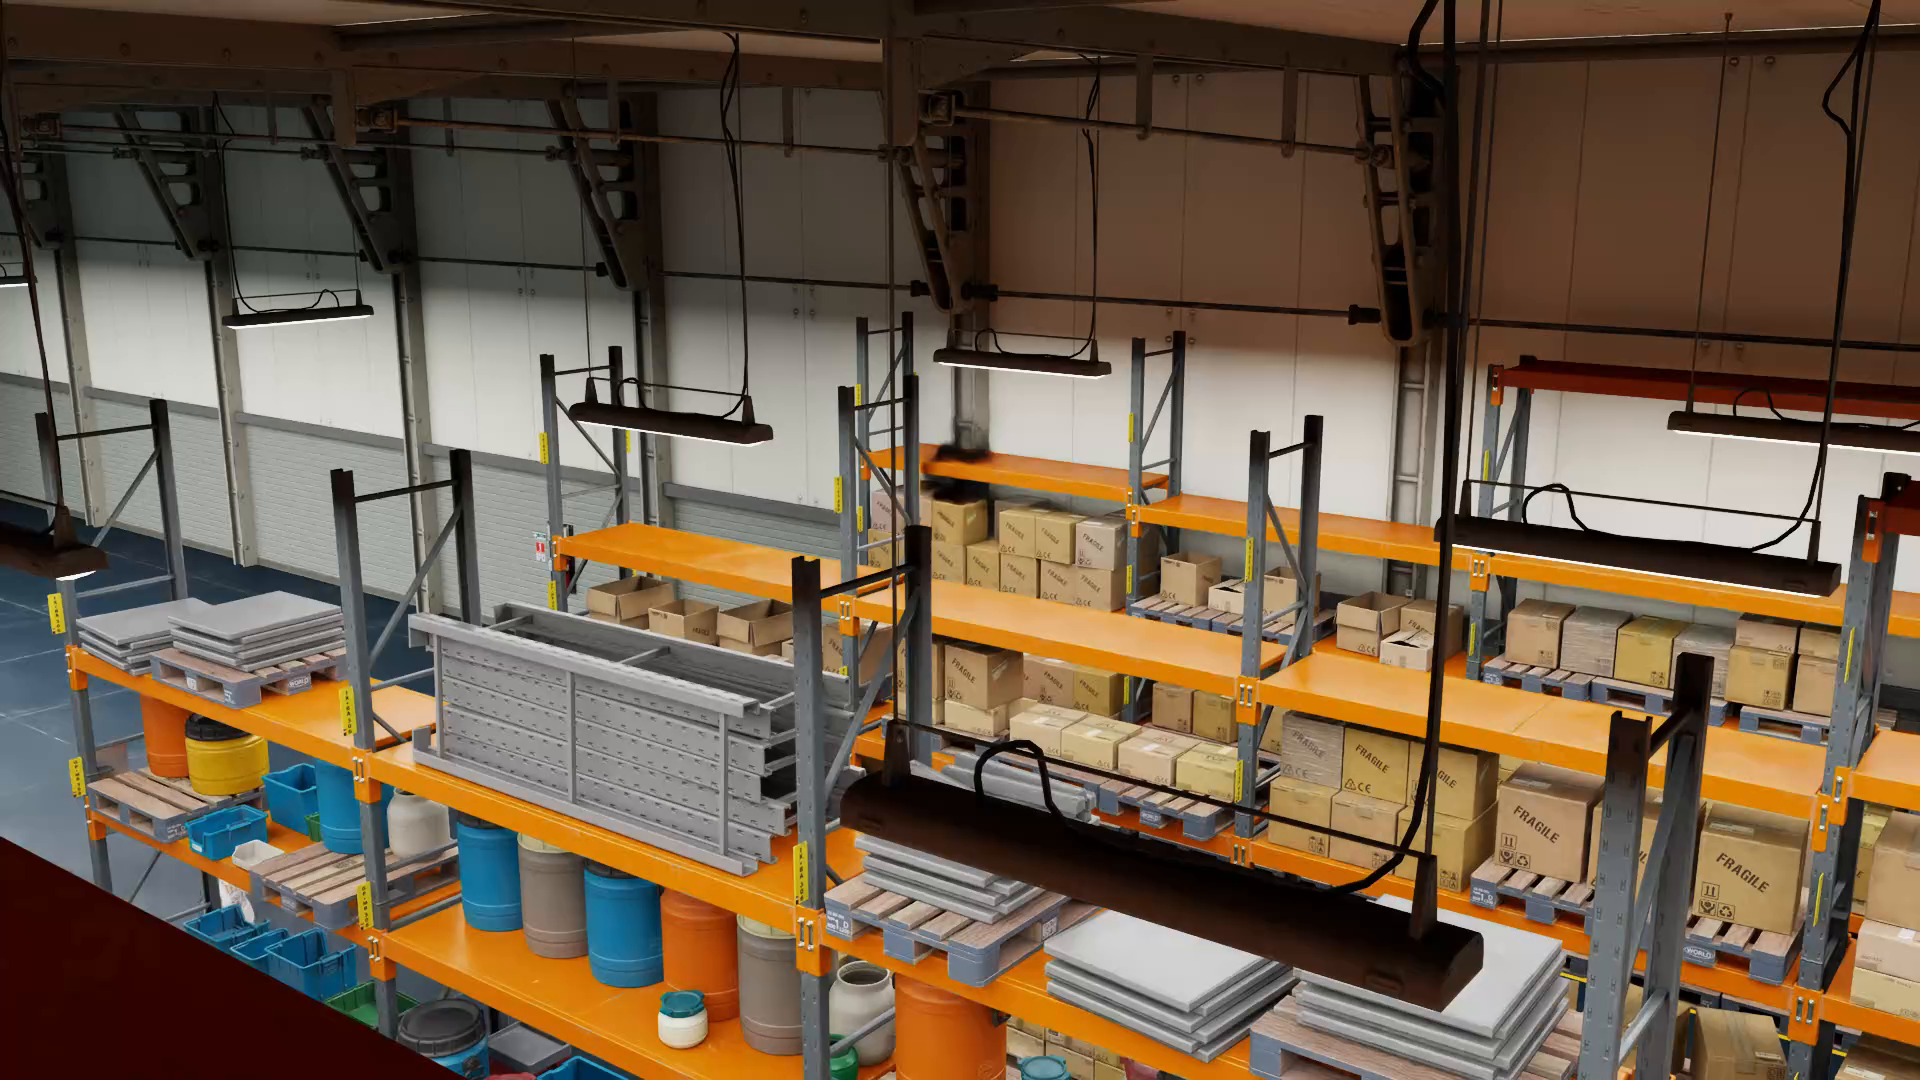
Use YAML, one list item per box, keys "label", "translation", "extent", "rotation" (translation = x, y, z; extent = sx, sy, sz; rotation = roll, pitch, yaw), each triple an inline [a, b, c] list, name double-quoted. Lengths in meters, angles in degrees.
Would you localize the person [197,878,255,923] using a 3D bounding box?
- label: "person"
  translation: [-6.915, 3.647, 15.727]
  extent: [0.845, 1.732, 0.719]
  rotation: [1, 13, 4]
